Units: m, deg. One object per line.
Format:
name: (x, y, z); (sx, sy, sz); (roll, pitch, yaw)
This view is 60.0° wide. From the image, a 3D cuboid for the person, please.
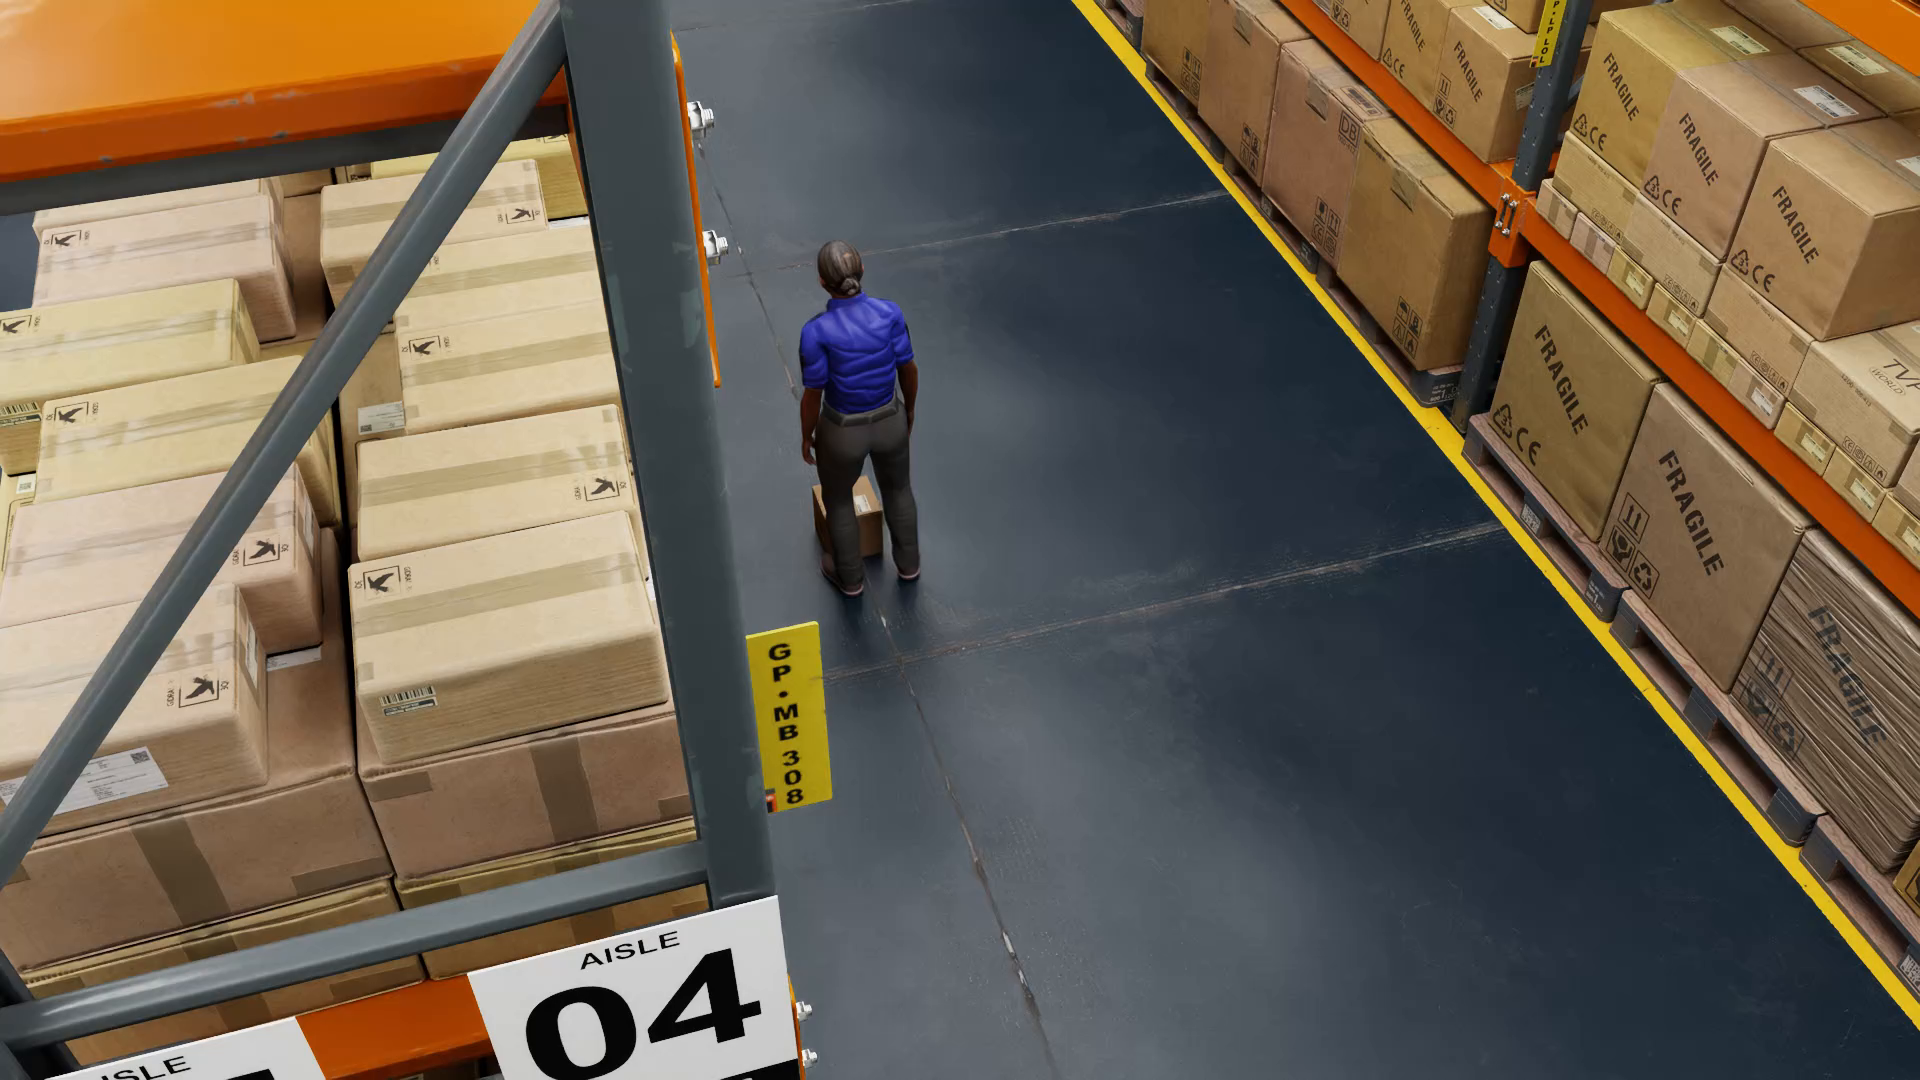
person: (-0.392, -0.462, 6.669); (0.527, 1.653, 0.350); (-16, 45, -17)
